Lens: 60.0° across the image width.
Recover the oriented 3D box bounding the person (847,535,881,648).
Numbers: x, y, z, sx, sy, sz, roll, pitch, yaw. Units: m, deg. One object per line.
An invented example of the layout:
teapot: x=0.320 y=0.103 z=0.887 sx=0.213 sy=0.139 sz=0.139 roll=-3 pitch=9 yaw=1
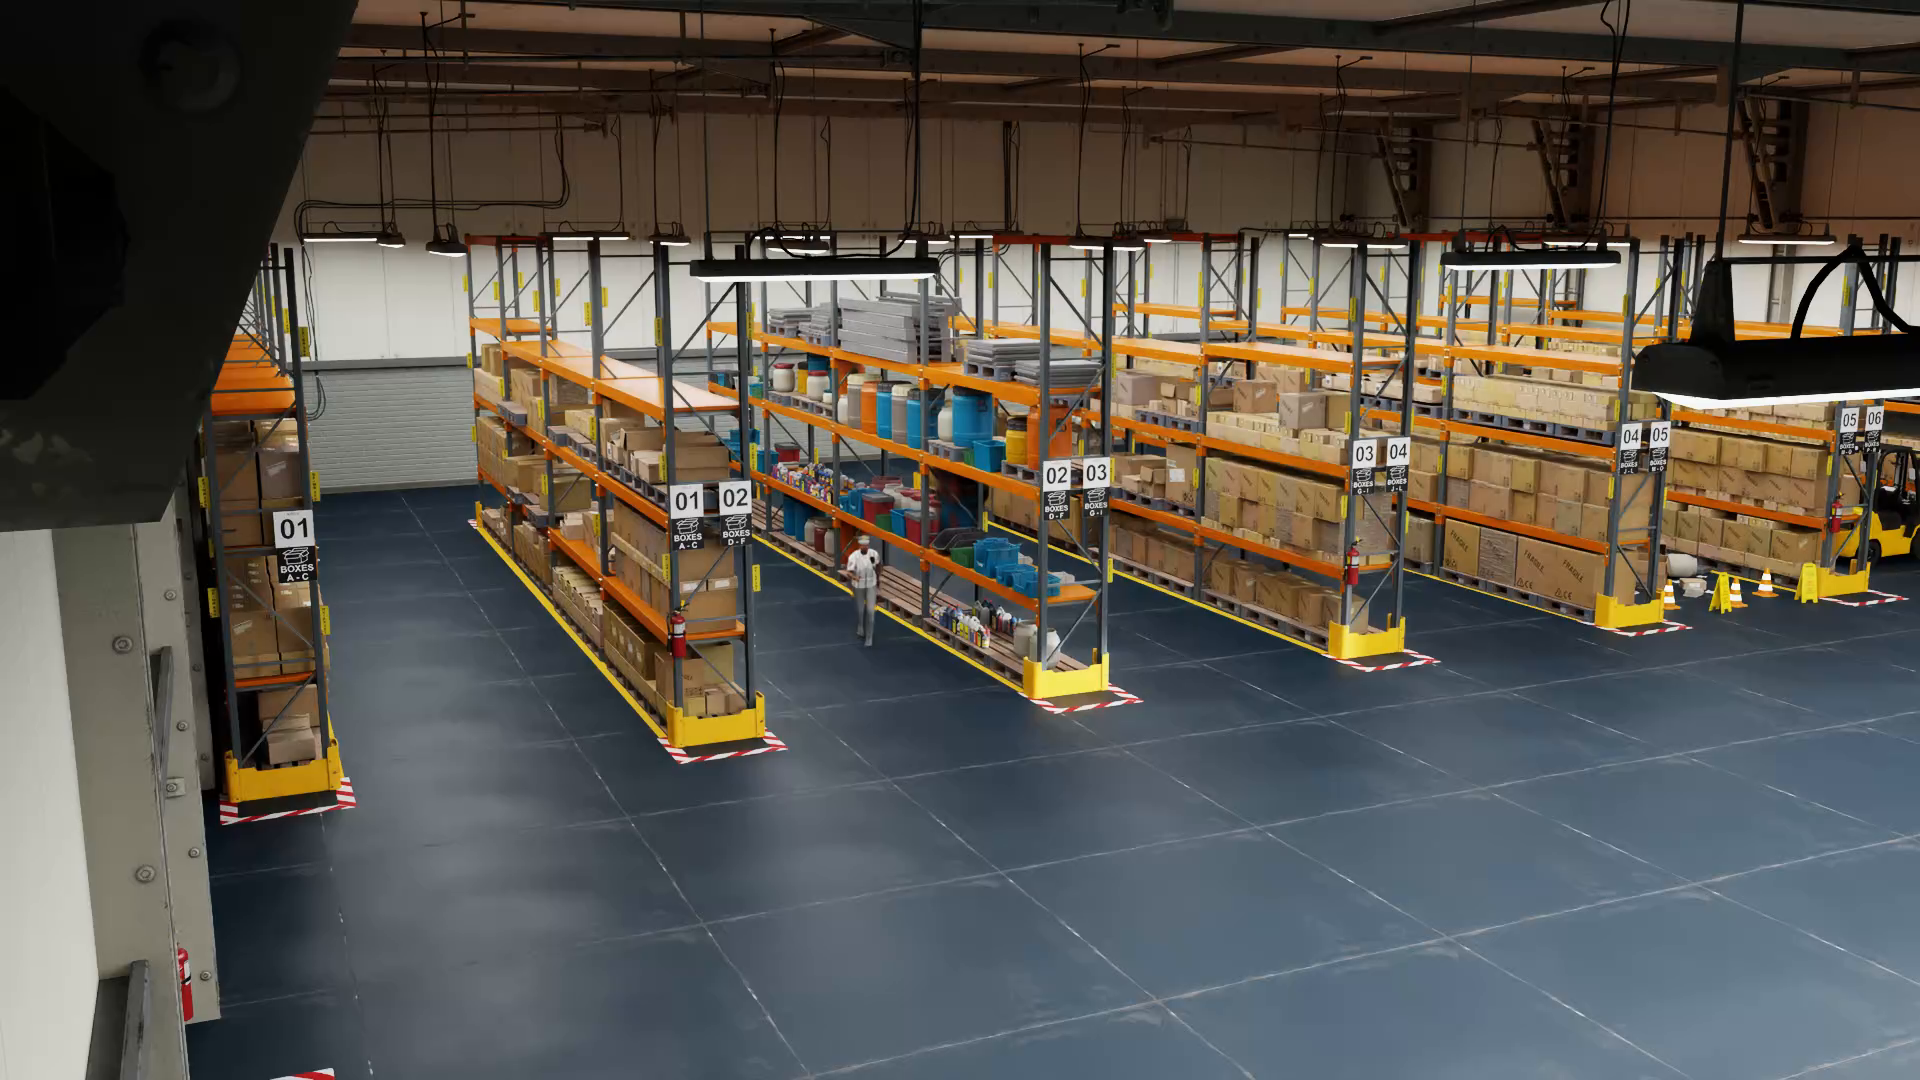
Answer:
person: x=-1.442 y=0.733 z=25.013 sx=0.535 sy=1.713 sz=0.987 roll=-2 pitch=11 yaw=-9

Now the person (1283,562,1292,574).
person: x=6.030 y=-0.203 z=29.886 sx=0.799 sy=1.687 sz=0.581 roll=-2 pitch=11 yaw=-9

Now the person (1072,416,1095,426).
person: x=3.125 y=-2.742 z=43.155 sx=0.727 sy=1.586 sz=0.900 roll=0 pitch=11 yaw=-1
